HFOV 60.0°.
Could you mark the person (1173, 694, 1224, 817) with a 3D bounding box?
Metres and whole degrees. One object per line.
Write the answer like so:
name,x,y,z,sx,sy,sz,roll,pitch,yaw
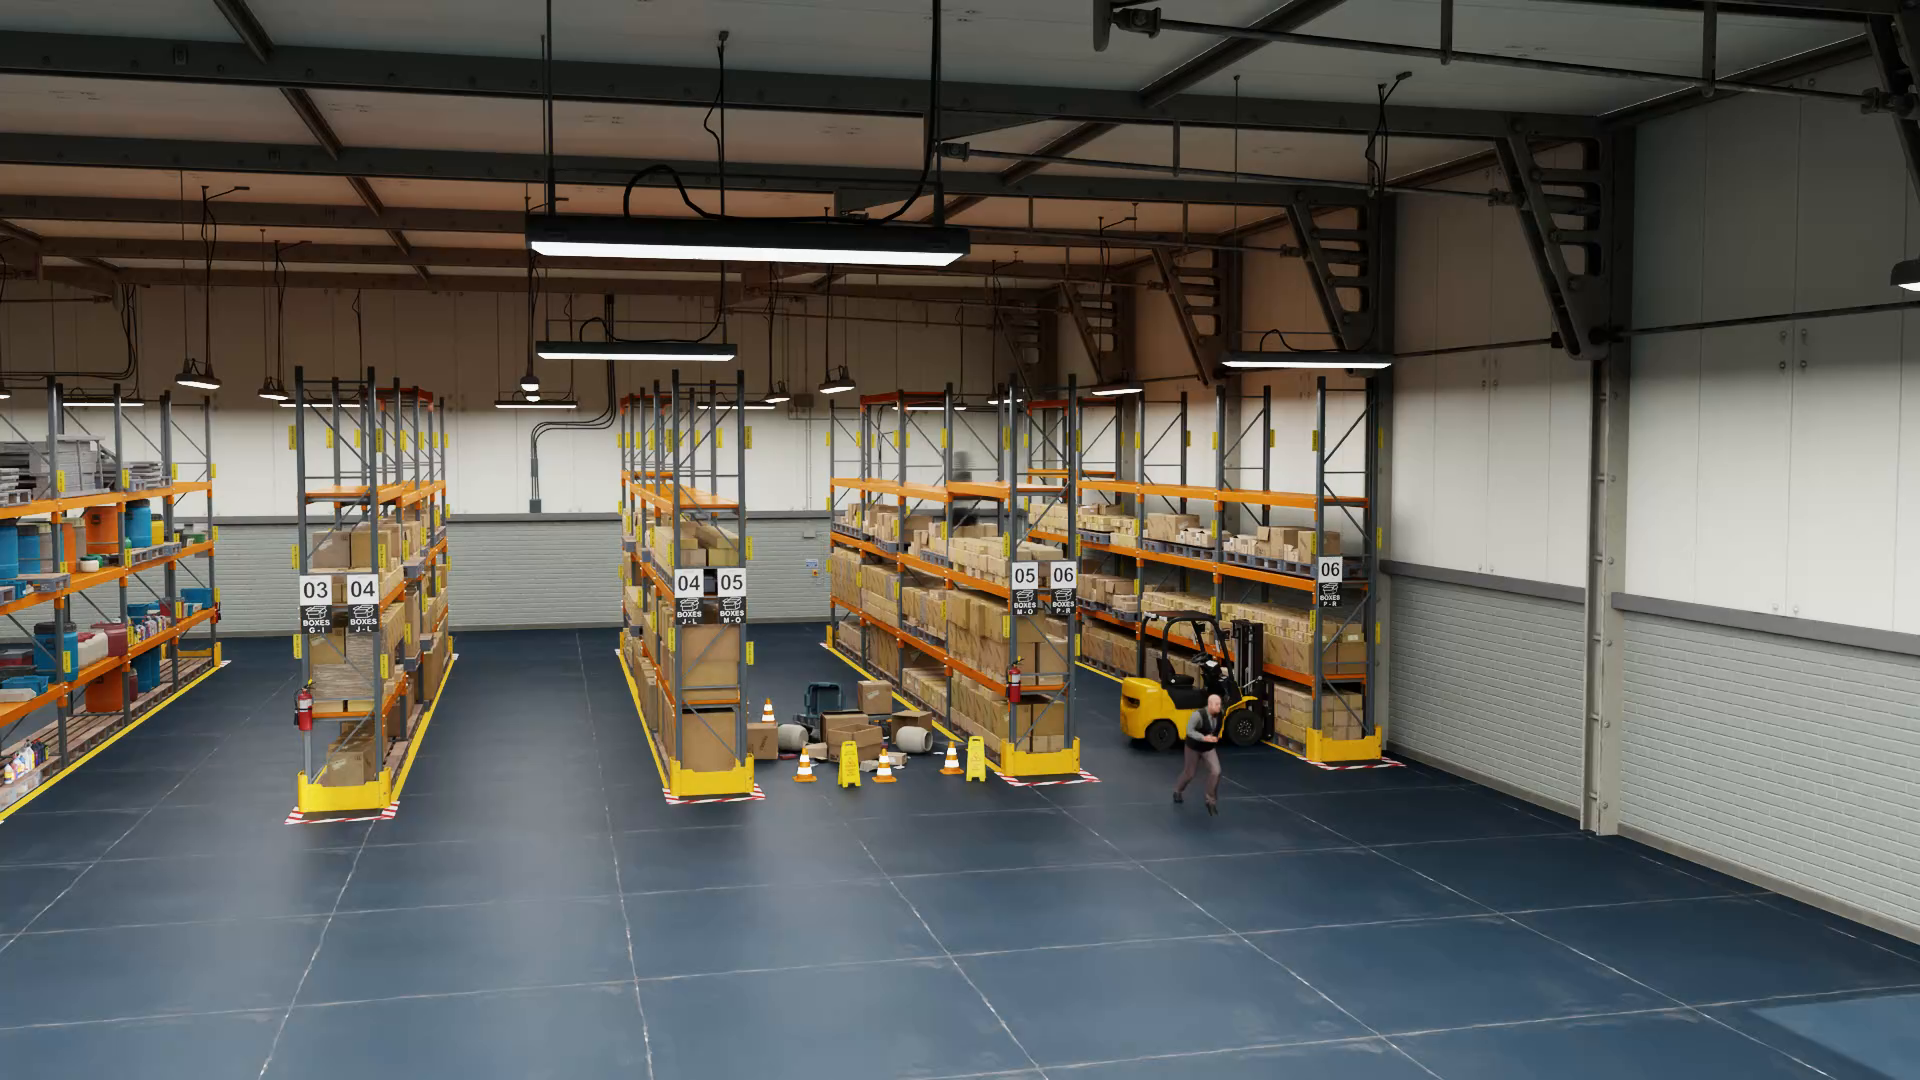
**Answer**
person,3.224,2.872,22.465,0.700,1.682,0.988,-2,4,-30
